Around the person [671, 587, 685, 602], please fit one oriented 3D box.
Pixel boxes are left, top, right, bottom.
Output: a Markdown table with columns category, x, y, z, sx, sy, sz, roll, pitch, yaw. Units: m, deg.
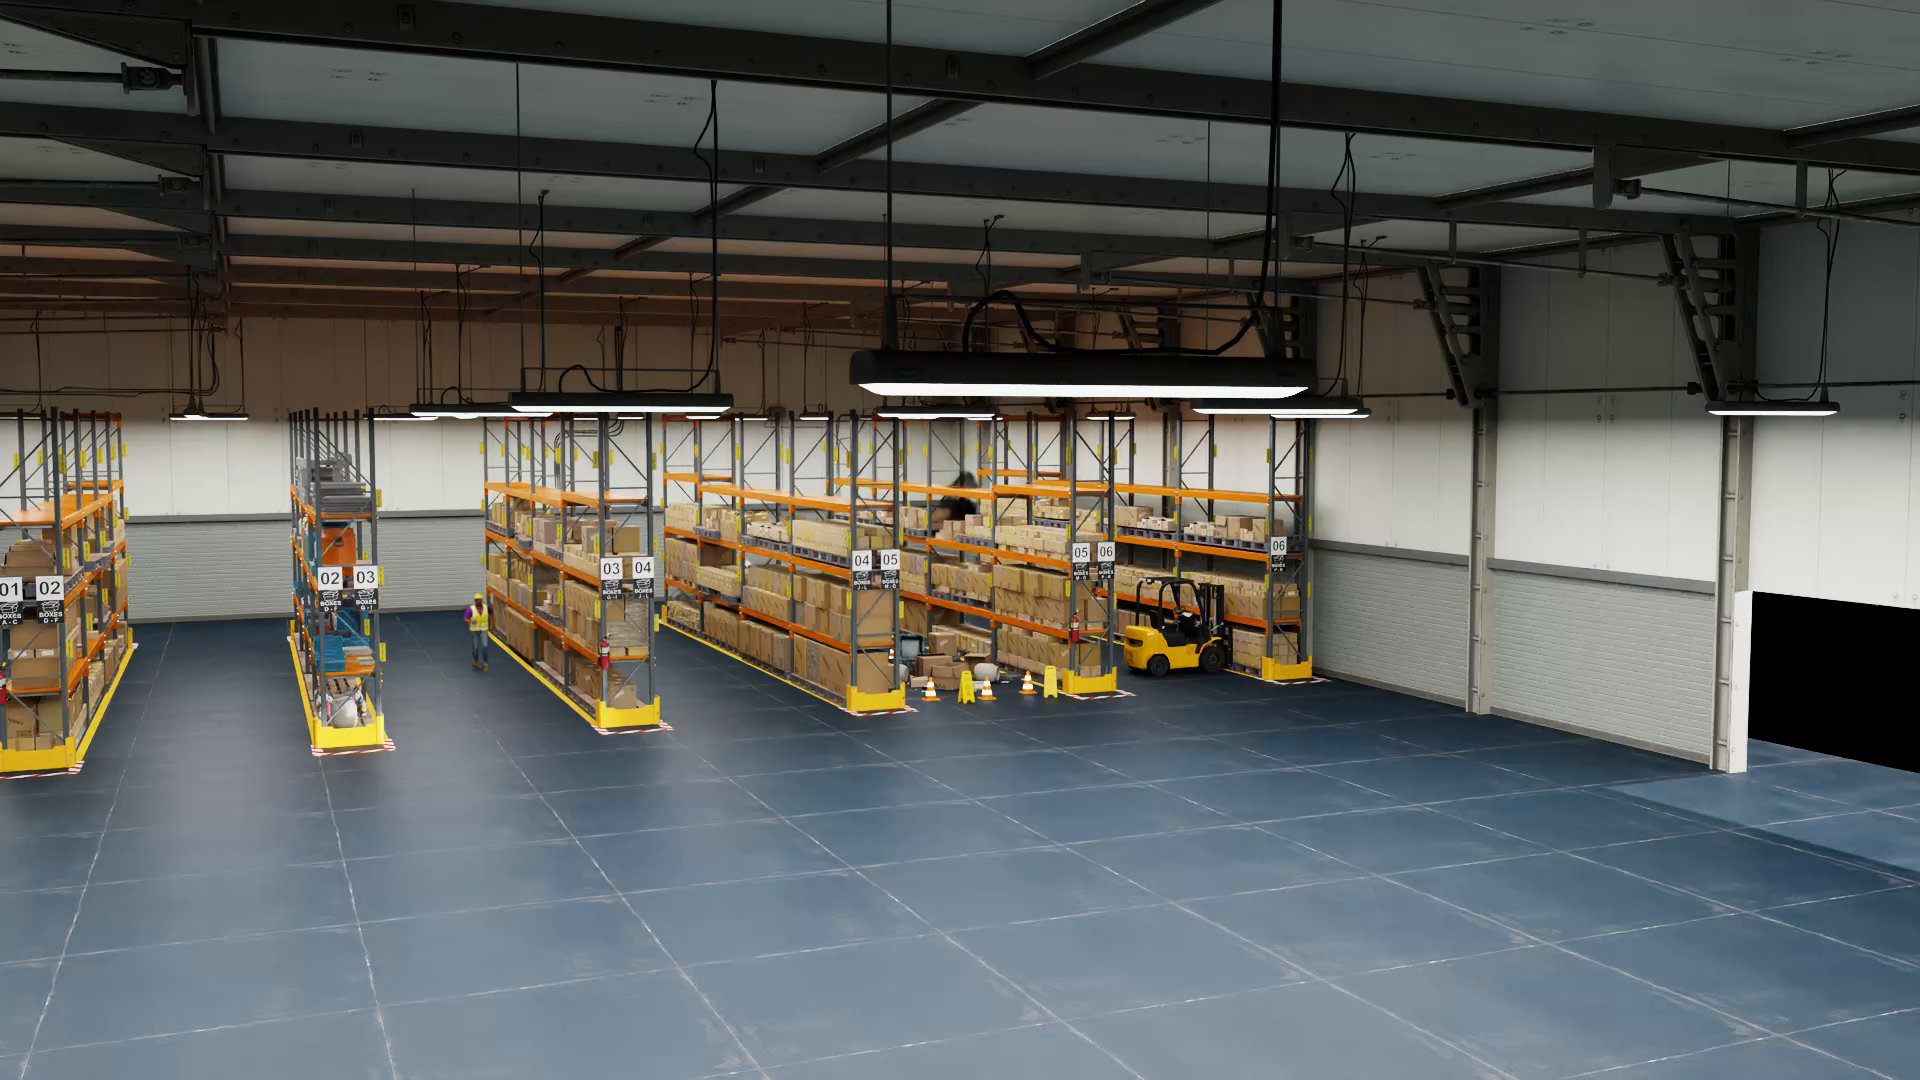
| category | x | y | z | sx | sy | sz | roll | pitch | yaw |
| --- | --- | --- | --- | --- | --- | --- | --- | --- | --- |
| person | -8.292 | 1.497 | 49.101 | 0.683 | 1.535 | 0.566 | -2 | 4 | -26 |

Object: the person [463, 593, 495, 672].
| category | x | y | z | sx | sy | sz | roll | pitch | yaw |
| --- | --- | --- | --- | --- | --- | --- | --- | --- | --- |
| person | -11.147 | 2.155 | 38.585 | 0.724 | 1.847 | 0.757 | -2 | 4 | -23 |

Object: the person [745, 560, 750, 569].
| category | x | y | z | sx | sy | sz | roll | pitch | yaw |
| --- | --- | --- | --- | --- | --- | --- | --- | --- | --- |
| person | -6.204 | 1.467 | 48.418 | 0.786 | 1.759 | 0.689 | 4 | 6 | 44 |

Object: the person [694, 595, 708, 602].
| category | x | y | z | sx | sy | sz | roll | pitch | yaw |
| --- | --- | --- | --- | --- | --- | --- | --- | --- | --- |
| person | -7.754 | 1.466 | 49.863 | 0.523 | 1.551 | 0.578 | 4 | 5 | 43 |
